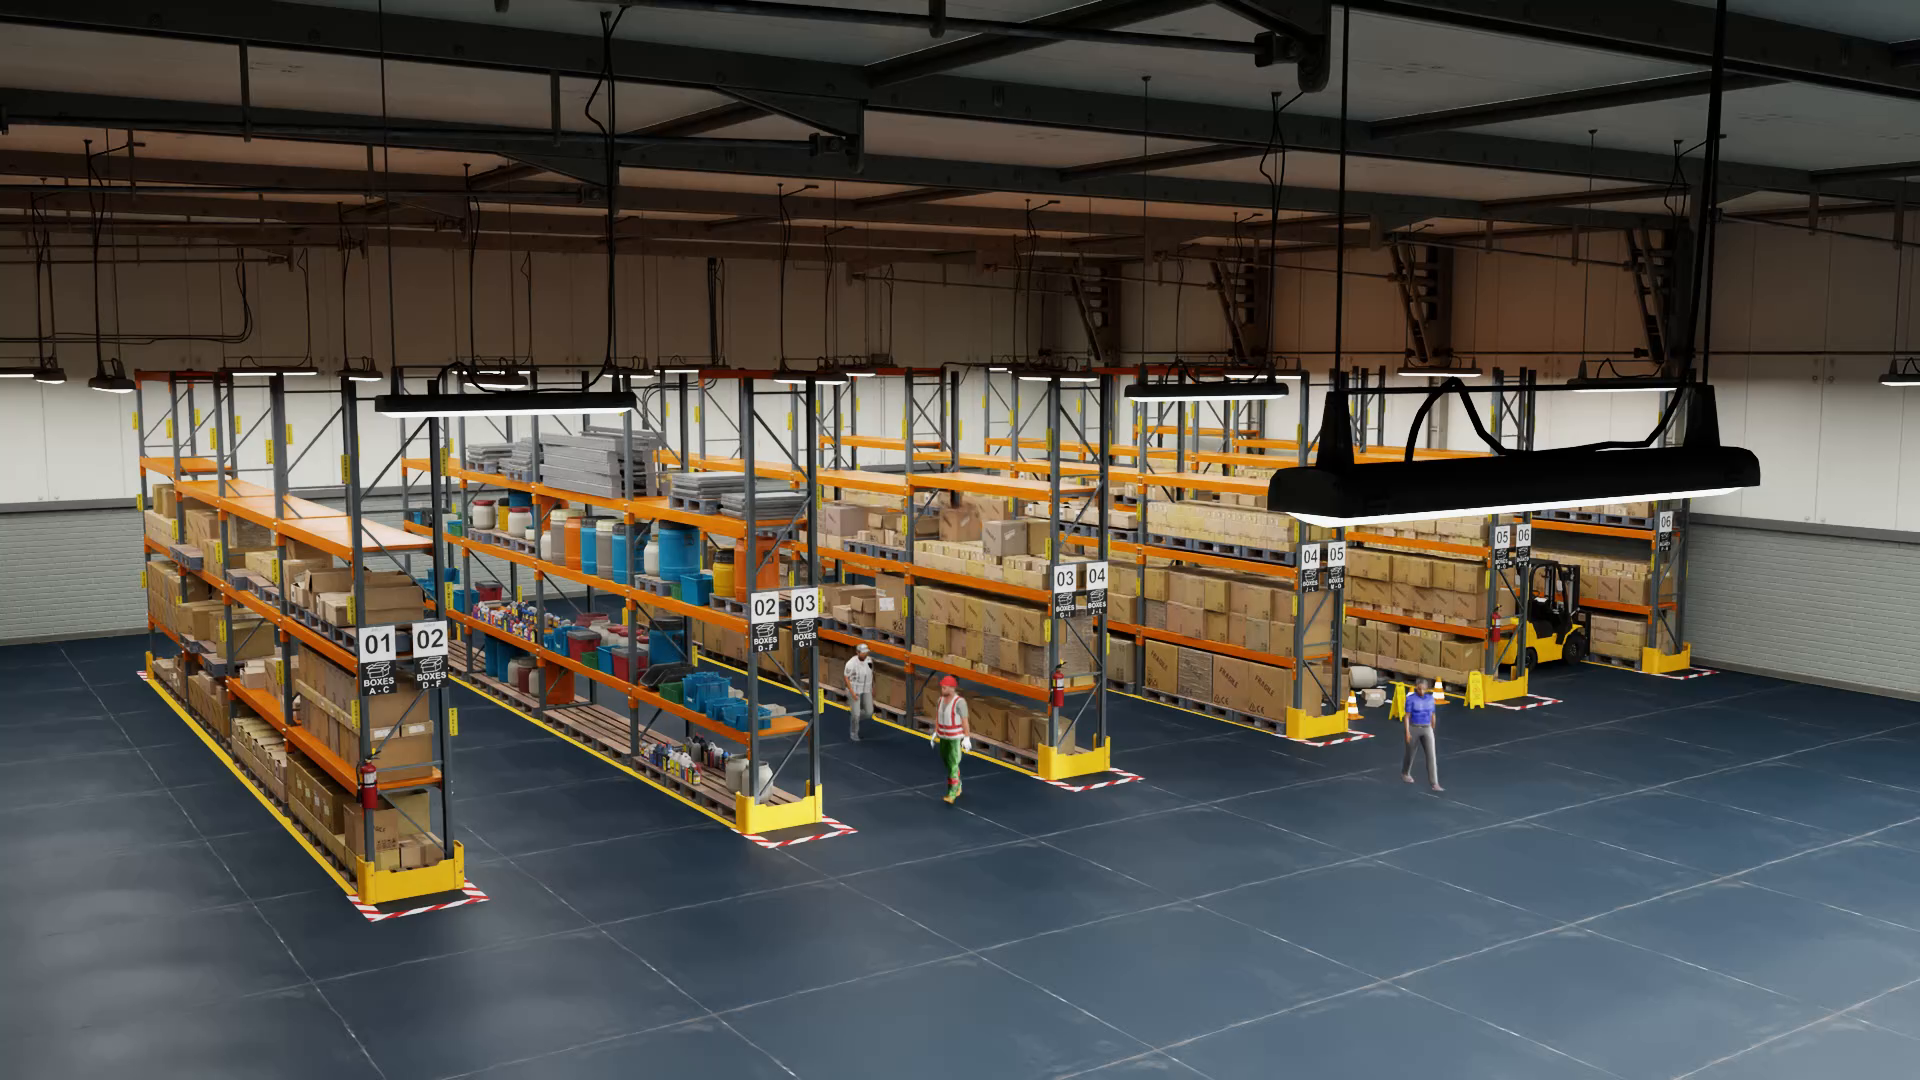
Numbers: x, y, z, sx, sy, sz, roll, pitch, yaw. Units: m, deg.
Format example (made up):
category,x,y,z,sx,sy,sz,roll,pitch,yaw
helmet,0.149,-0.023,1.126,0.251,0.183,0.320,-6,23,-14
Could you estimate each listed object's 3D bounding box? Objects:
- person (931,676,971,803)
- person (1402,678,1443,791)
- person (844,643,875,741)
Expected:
category,x,y,z,sx,sy,sz,roll,pitch,yaw
person,-0.140,2.814,23.514,0.596,1.788,0.707,5,8,40
person,6.703,2.800,24.194,0.487,1.595,0.895,0,6,0
person,-1.653,2.475,27.232,0.579,1.621,0.611,-4,8,-32
